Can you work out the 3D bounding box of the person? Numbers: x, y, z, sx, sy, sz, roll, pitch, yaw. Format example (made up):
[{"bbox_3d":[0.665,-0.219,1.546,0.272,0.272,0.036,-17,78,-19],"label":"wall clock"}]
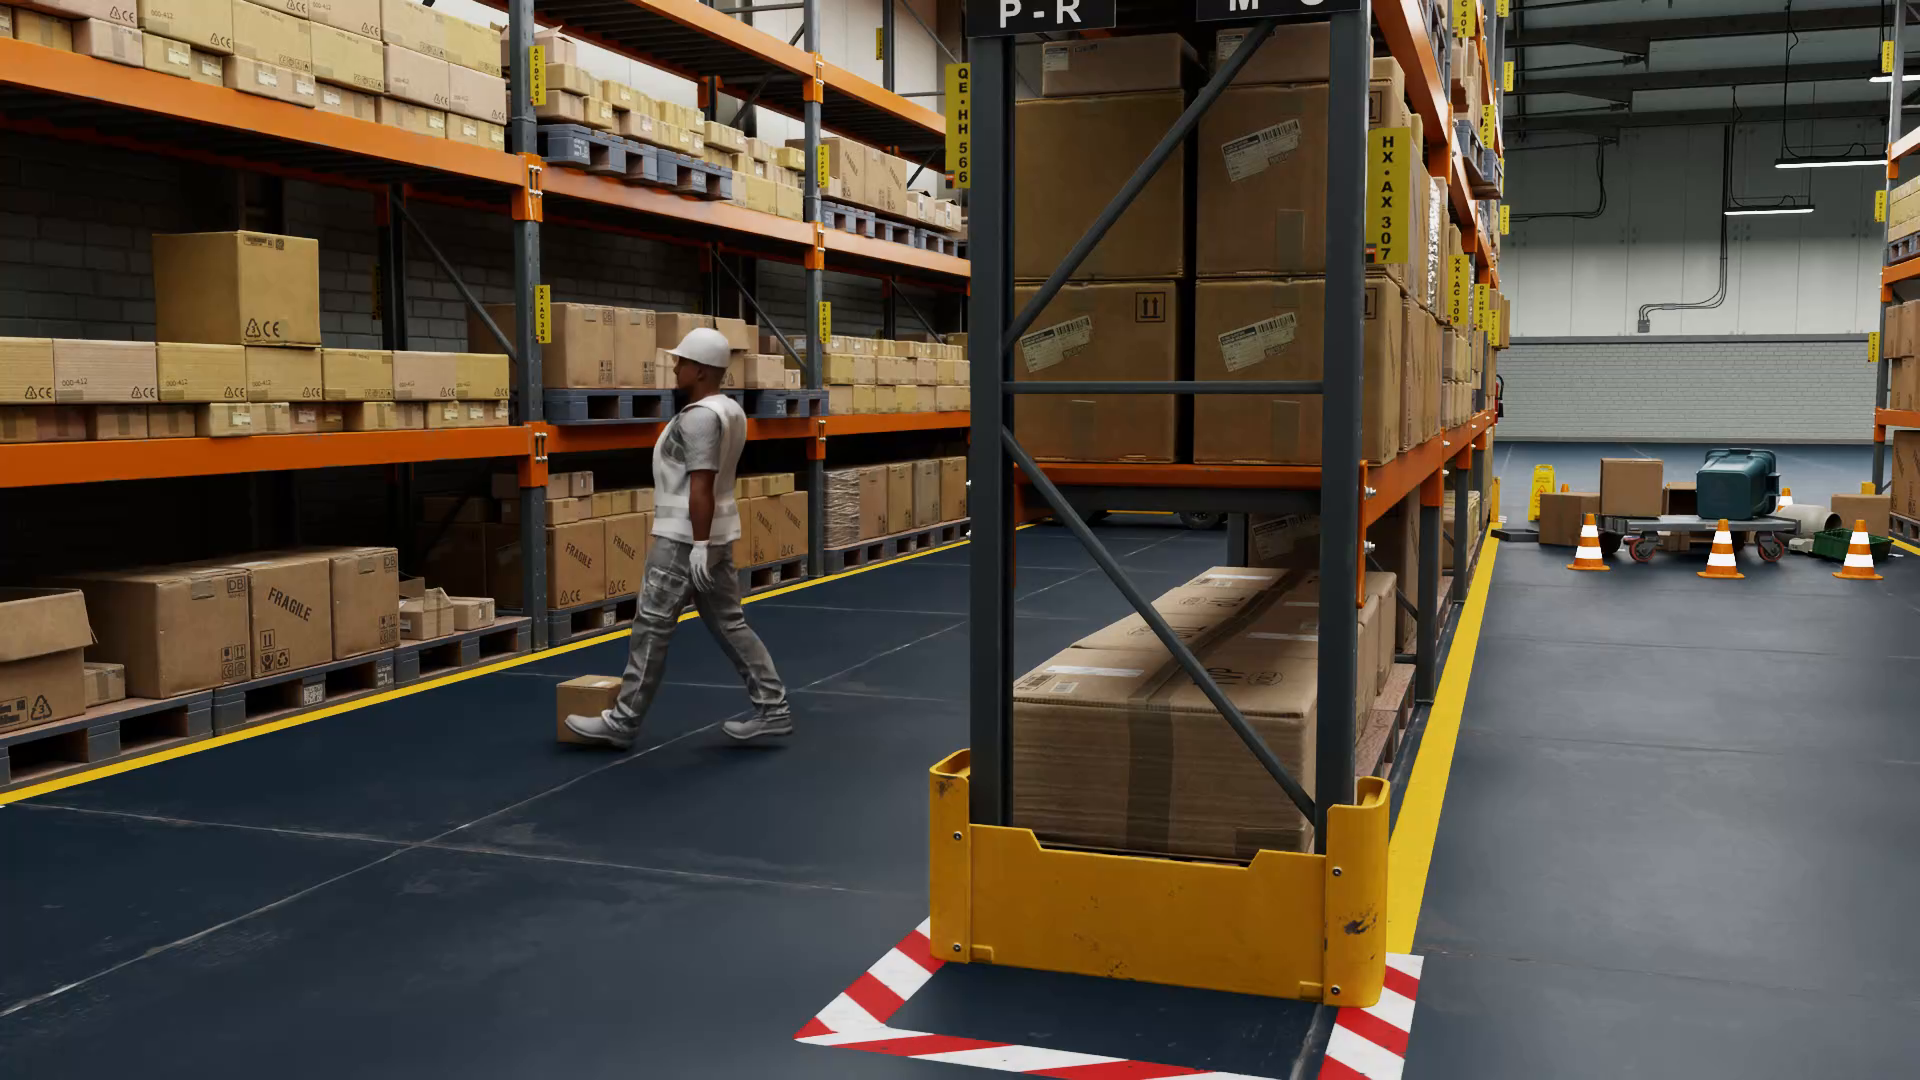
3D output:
[{"bbox_3d":[-1.180,-0.009,6.988,0.934,1.752,0.561,1,5,12],"label":"person"}]
